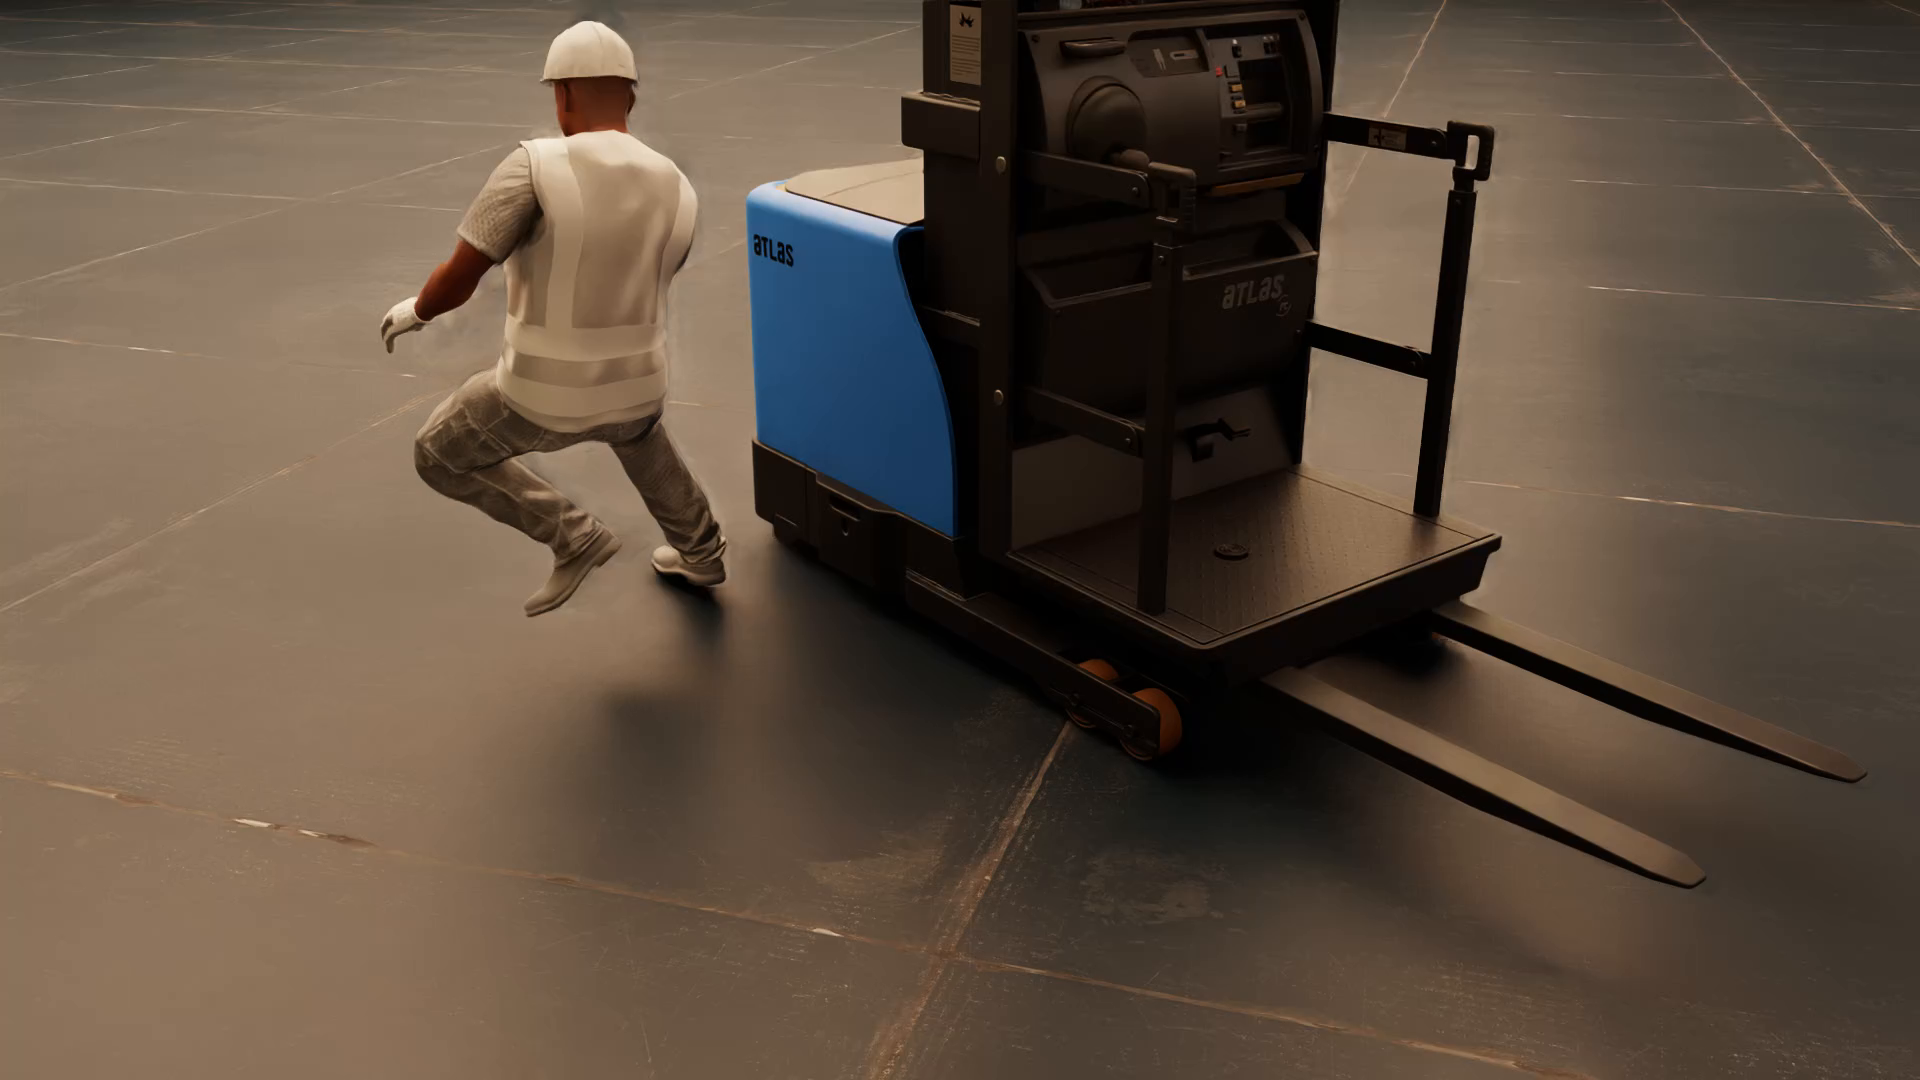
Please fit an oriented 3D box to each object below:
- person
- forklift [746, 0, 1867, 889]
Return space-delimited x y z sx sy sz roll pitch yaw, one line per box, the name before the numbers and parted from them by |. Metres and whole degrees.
person | -1.021 -0.514 4.257 0.873 1.568 0.776 -20 30 -39
forklift | 0.663 -1.055 3.834 1.130 2.935 3.031 -16 28 -34
